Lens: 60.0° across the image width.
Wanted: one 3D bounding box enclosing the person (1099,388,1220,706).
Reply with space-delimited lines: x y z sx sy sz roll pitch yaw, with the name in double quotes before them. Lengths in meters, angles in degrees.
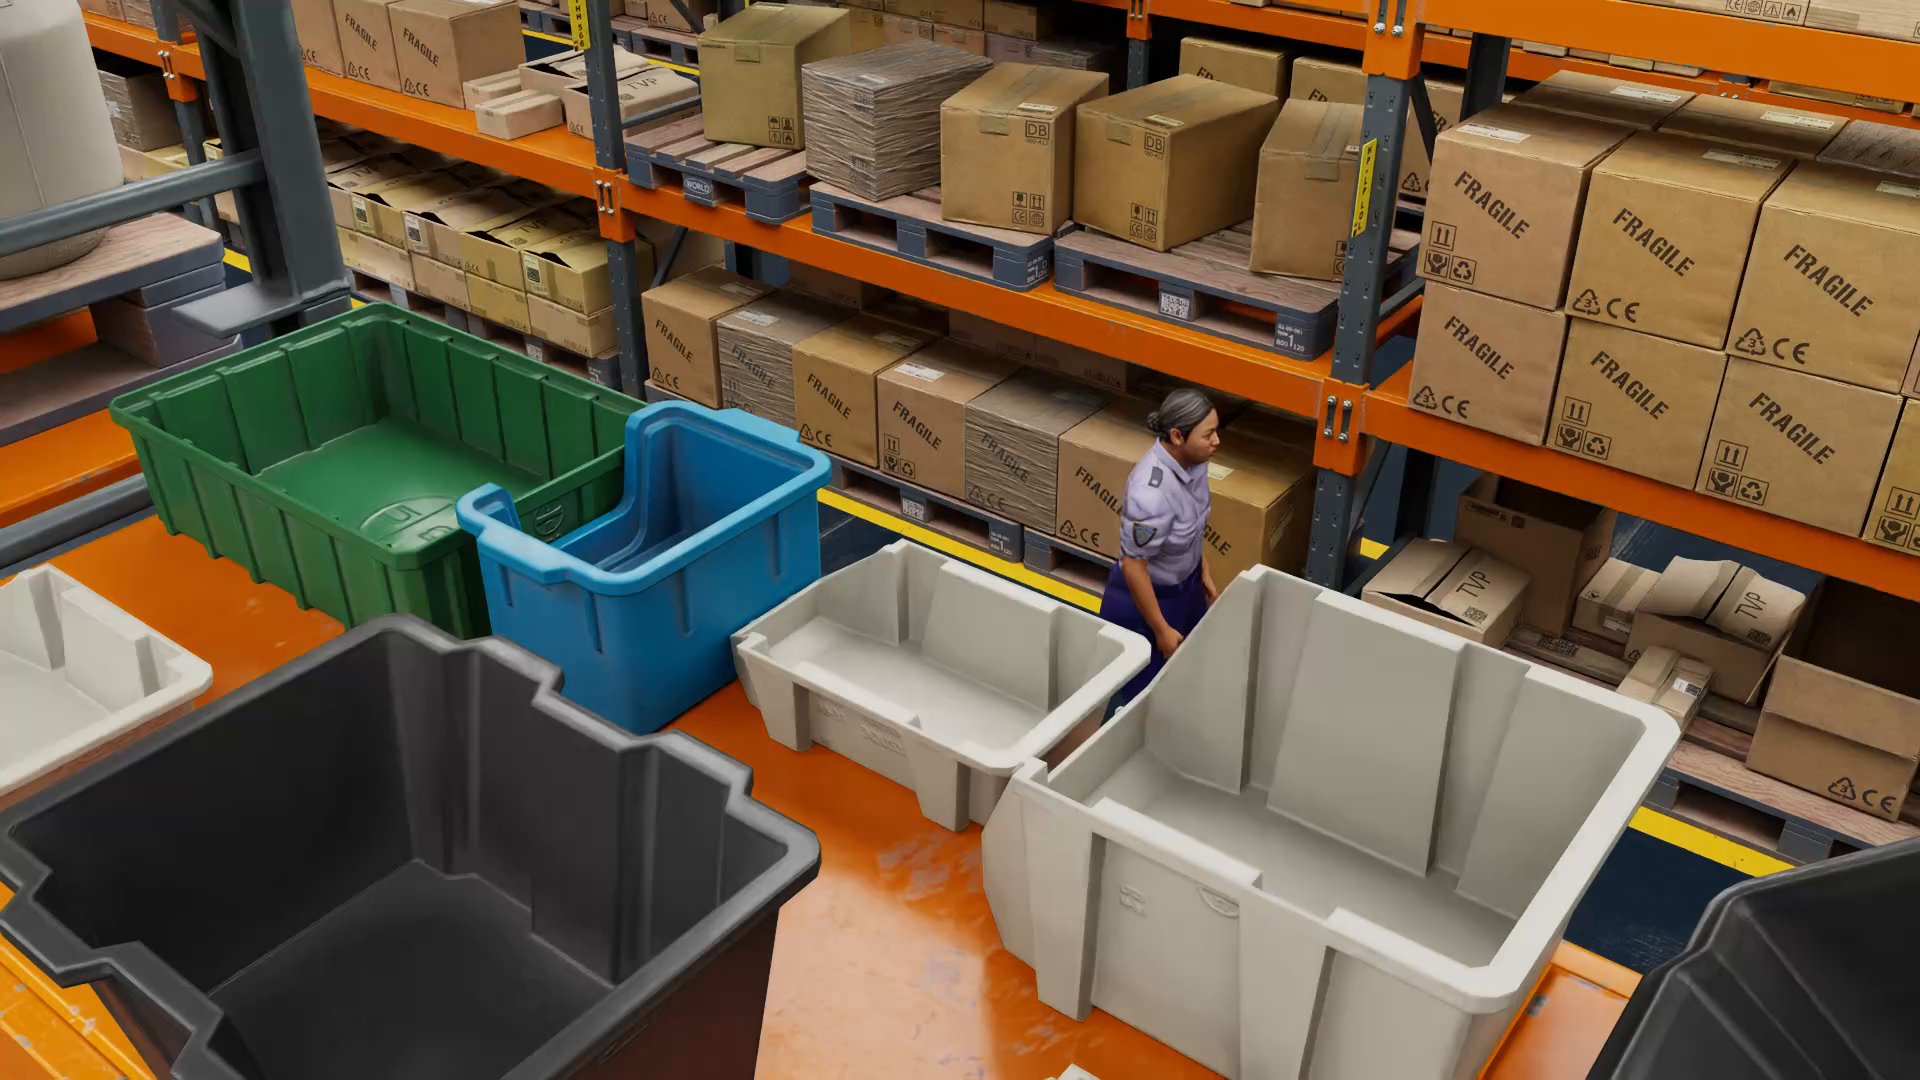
"person" 0.719 0.235 5.747 0.421 1.655 0.526 15 34 24
